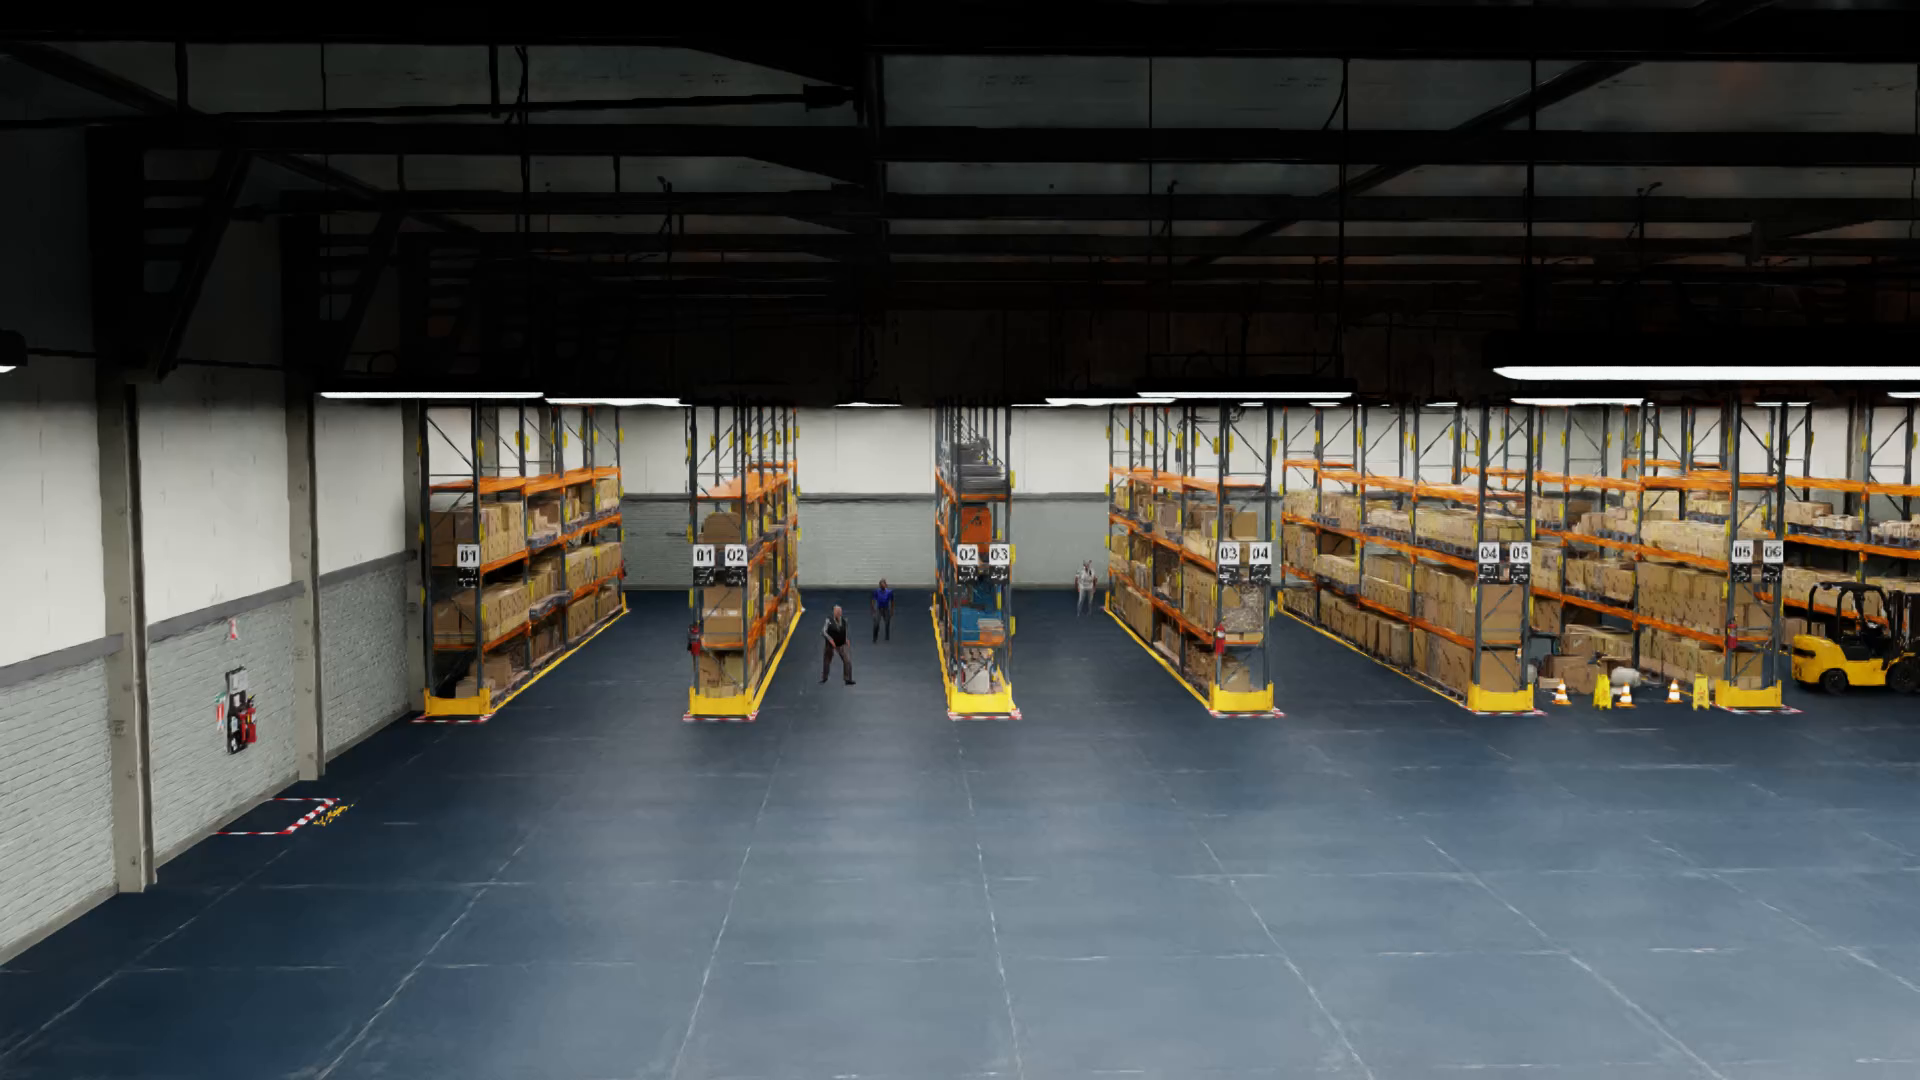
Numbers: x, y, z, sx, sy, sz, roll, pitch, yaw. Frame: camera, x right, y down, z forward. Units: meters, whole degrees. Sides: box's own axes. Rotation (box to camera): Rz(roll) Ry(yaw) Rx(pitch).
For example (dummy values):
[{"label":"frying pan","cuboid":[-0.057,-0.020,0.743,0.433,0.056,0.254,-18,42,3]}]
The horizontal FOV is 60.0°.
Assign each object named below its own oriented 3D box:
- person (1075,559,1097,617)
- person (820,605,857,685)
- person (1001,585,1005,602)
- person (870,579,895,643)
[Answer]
[{"label":"person","cuboid":[3.461,1.320,45.755,0.592,1.625,0.532,0,5,-4]},{"label":"person","cuboid":[-2.578,2.167,34.593,0.682,1.662,0.844,-2,5,-19]},{"label":"person","cuboid":[1.153,1.039,49.104,0.466,1.627,0.656,2,5,26]},{"label":"person","cuboid":[-1.897,1.740,40.641,0.592,1.590,0.518,0,5,-4]}]
